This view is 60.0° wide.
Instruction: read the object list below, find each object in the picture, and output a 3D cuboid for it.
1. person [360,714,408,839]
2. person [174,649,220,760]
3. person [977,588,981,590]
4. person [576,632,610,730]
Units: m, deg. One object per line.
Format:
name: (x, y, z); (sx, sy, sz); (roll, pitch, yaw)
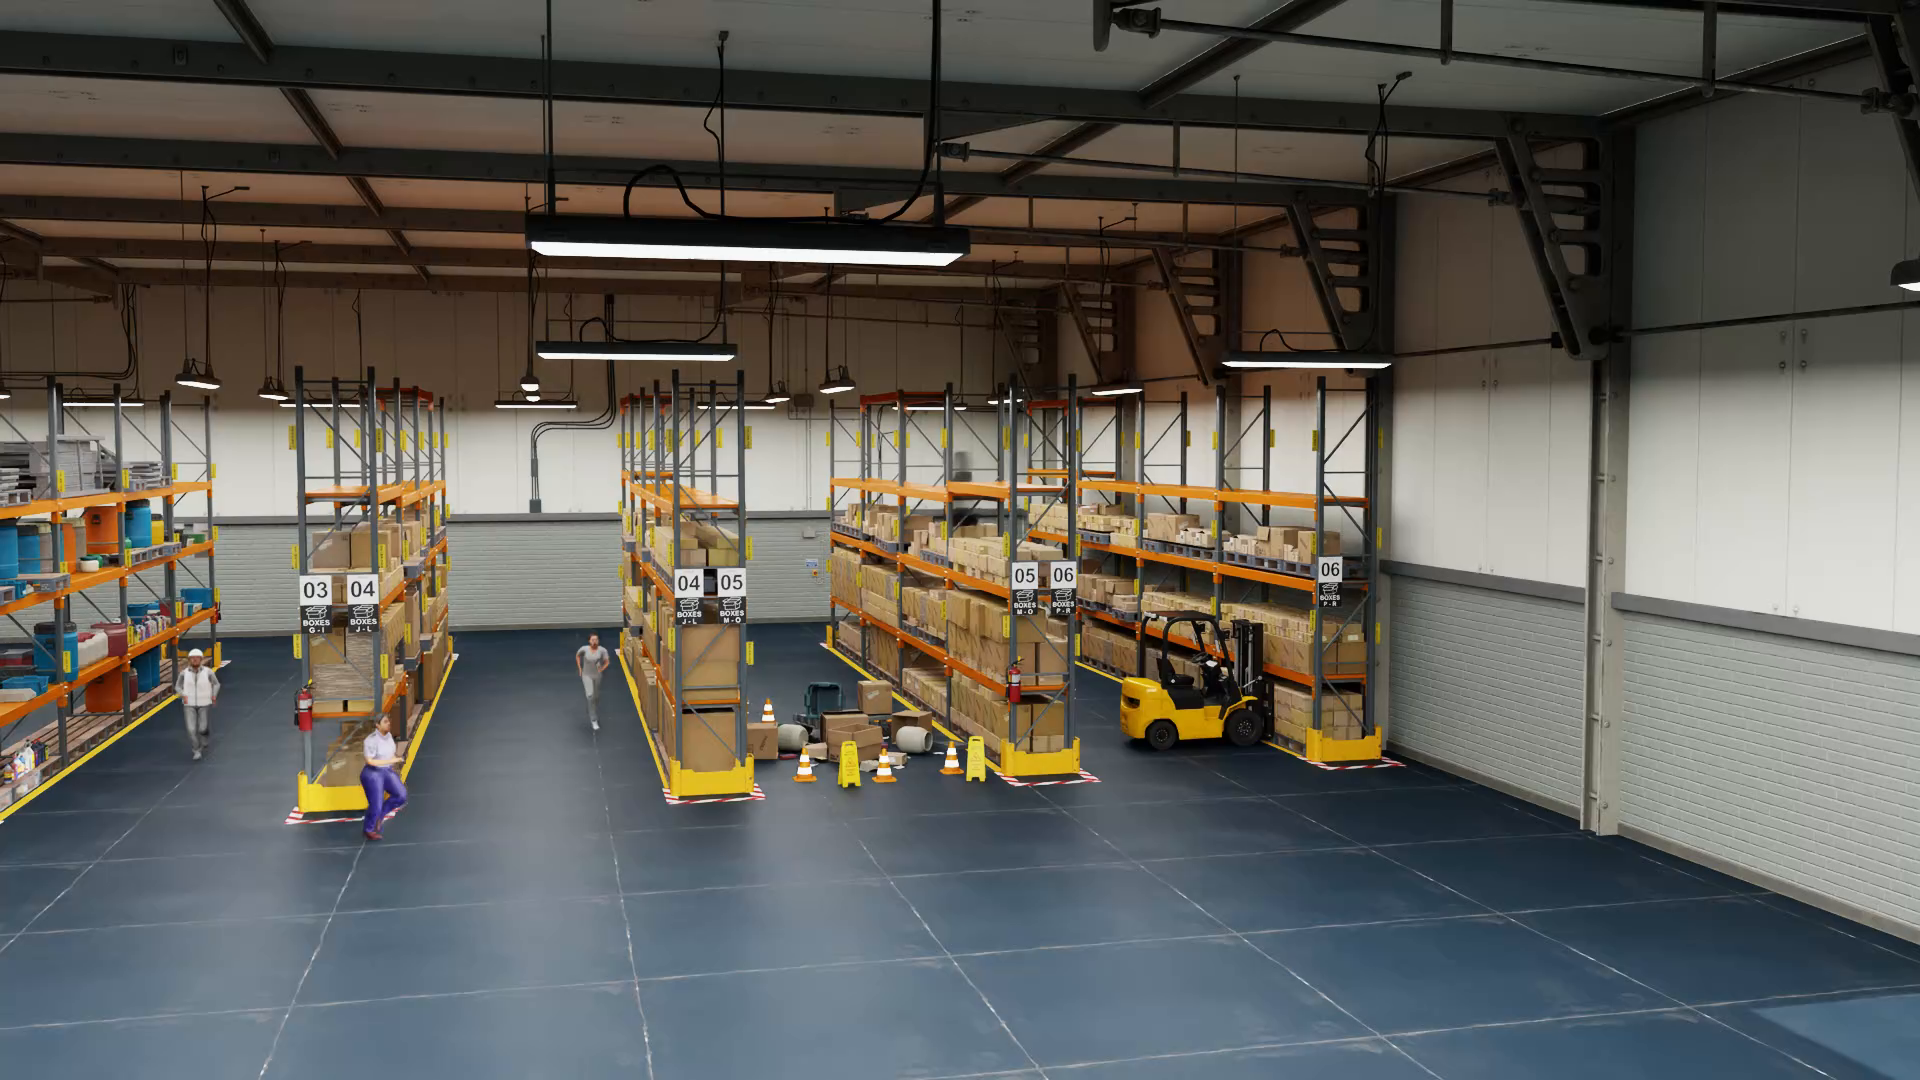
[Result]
person: (-7.215, 2.955, 20.804); (0.694, 1.598, 0.643); (1, 4, 19)
person: (-12.031, 2.582, 26.233); (0.661, 1.731, 0.585); (-1, 4, -20)
person: (0.471, 1.855, 37.923); (0.665, 1.824, 0.782); (-2, 4, -30)
person: (-6.443, 2.433, 29.171); (0.565, 1.671, 0.952); (-1, 4, -19)
